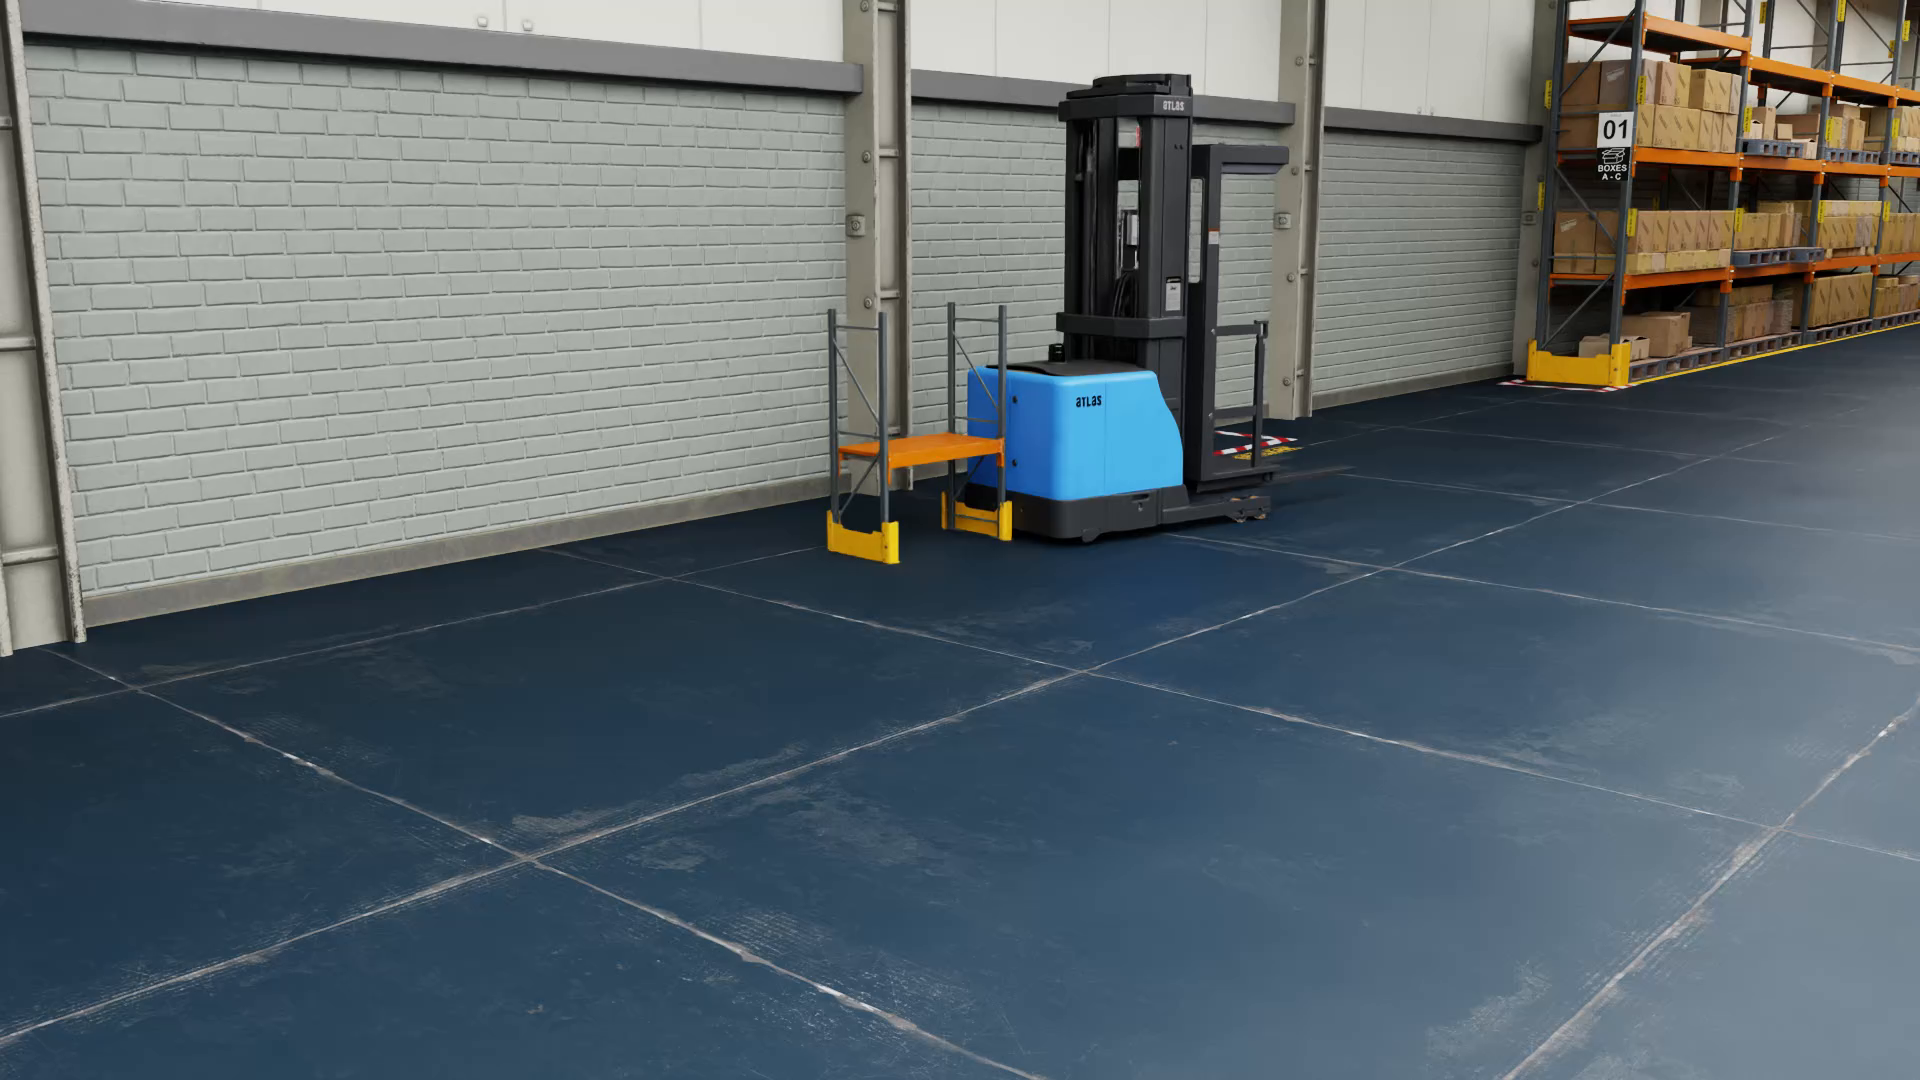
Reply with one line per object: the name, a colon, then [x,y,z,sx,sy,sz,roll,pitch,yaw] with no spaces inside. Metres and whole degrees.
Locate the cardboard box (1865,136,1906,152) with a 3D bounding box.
cardboard box: [16.088,-6.882,28.906,0.500,0.250,0.500,10,15,40]

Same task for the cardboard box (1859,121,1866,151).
cardboard box: [14.770,-6.782,27.974,0.700,0.500,0.500,9,14,37]

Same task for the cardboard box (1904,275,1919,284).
cardboard box: [17.740,-4.890,31.191,0.380,0.149,0.250,10,15,40]

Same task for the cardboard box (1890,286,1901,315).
cardboard box: [16.679,-4.388,30.330,0.700,0.500,0.500,10,15,42]

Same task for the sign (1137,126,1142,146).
sign: [1.624,-3.518,14.750,0.001,0.298,0.199,10,15,40]

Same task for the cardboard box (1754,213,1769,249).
cardboard box: [11.300,-4.502,24.217,0.500,0.500,0.700,-10,15,-40]

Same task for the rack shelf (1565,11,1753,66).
rack shelf: [8.833,-6.278,21.015,1.077,0.370,4.000,10,15,40]

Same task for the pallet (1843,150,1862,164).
pallet: [13.915,-6.218,27.010,1.003,0.211,1.213,11,16,43]

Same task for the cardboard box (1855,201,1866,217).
cardboard box: [14.636,-5.484,27.527,0.500,0.250,0.500,10,15,41]

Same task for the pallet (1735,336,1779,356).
pallet: [11.471,-2.913,24.755,1.003,0.211,1.213,10,15,40]

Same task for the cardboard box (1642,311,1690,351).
cardboard box: [9.498,-2.817,22.416,0.500,0.500,0.500,8,14,36]

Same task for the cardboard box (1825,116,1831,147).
cardboard box: [13.381,-6.473,26.423,0.700,0.500,0.500,9,14,37]

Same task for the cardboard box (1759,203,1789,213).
cardboard box: [12.387,-5.052,25.315,0.380,0.149,0.250,7,13,31]

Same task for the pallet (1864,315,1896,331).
pallet: [15.995,-3.896,29.680,1.003,0.211,1.213,10,15,40]

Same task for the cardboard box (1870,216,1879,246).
cardboard box: [15.319,-5.266,28.354,0.500,0.500,0.500,9,15,39]

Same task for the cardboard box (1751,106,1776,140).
cardboard box: [11.388,-5.962,23.919,0.500,0.500,0.500,9,14,38]

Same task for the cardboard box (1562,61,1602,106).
cardboard box: [7.601,-5.514,20.142,0.500,0.500,0.500,11,15,43]

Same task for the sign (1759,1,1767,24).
sign: [12.374,-8.122,25.613,0.100,0.325,0.005,10,15,40]

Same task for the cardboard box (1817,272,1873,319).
cardboard box: [15.102,-4.201,28.504,0.750,0.750,0.750,10,15,41]

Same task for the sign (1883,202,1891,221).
sign: [15.848,-5.622,28.448,0.100,0.325,0.005,10,15,40]

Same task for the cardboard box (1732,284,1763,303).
cardboard box: [11.598,-3.666,24.754,0.500,0.250,0.500,10,15,40]

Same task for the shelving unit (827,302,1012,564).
shelving unit: [-0.247,-0.704,10.406,1.083,1.500,0.587,-11,16,-44]

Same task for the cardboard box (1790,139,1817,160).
cardboard box: [12.521,-5.870,24.959,0.500,0.311,0.500,10,15,40]

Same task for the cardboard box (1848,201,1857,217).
cardboard box: [14.300,-5.409,27.152,0.500,0.250,0.500,9,15,39]

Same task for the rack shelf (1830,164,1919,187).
rack shelf: [16.754,-6.574,30.148,1.077,0.370,4.000,10,15,40]

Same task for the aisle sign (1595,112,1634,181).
aisle sign: [7.690,-4.622,19.556,0.394,0.787,0.004,10,15,40]

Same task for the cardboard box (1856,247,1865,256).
cardboard box: [14.939,-4.843,27.892,0.380,0.149,0.250,10,15,40]

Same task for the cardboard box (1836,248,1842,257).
cardboard box: [14.189,-4.706,27.203,0.380,0.149,0.250,10,15,41]

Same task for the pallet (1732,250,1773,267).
pallet: [10.767,-3.985,23.492,1.003,0.211,1.213,10,15,40]

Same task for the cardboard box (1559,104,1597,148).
cardboard box: [7.598,-5.020,20.224,0.500,0.500,0.500,-11,16,-43]

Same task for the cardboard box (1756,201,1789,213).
cardboard box: [12.898,-5.246,26.339,0.500,0.250,0.500,10,15,42]

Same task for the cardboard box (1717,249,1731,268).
cardboard box: [10.068,-3.812,22.472,0.500,0.250,0.500,10,15,40]

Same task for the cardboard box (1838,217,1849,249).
cardboard box: [13.987,-4.965,26.847,0.500,0.500,0.500,10,15,40]

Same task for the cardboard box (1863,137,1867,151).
cardboard box: [15.709,-6.945,29.223,0.500,0.250,0.500,10,15,41]

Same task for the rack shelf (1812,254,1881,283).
rack shelf: [14.114,-4.515,27.495,1.077,0.370,4.000,10,15,40]

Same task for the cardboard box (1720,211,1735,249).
cardboard box: [10.073,-4.179,22.396,0.500,0.500,0.500,10,15,40]

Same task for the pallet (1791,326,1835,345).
pallet: [13.371,-3.312,26.756,1.003,0.211,1.213,10,15,40]

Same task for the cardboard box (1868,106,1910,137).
cardboard box: [16.115,-7.251,28.838,0.500,0.500,0.500,10,15,40]

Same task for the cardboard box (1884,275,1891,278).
cardboard box: [17.286,-4.902,31.252,0.380,0.149,0.250,10,15,40]

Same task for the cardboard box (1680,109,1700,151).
cardboard box: [8.980,-5.176,21.003,0.500,0.500,0.500,11,16,44]

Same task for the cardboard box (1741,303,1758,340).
cardboard box: [11.297,-3.238,24.522,0.700,0.500,0.500,10,15,41]

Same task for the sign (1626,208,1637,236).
sign: [7.920,-3.751,19.622,0.100,0.325,0.005,10,15,40]

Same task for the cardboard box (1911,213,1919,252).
cardboard box: [17.273,-5.713,30.889,0.980,0.700,0.700,10,15,40]

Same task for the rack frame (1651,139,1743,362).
rack frame: [10.153,-3.985,23.005,1.000,3.000,0.127,10,15,40]

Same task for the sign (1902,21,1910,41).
sign: [15.849,-8.532,27.868,0.100,0.325,0.005,10,15,40]

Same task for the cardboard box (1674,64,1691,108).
cardboard box: [8.648,-5.586,20.503,0.500,0.500,0.500,10,15,42]

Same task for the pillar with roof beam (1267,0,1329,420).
pillar with roof beam: [6.598,-5.114,13.340,9.100,9.000,0.400,10,15,40]

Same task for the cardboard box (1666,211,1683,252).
cardboard box: [8.733,-3.879,20.889,0.500,0.500,0.500,9,14,39]

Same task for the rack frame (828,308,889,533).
rack frame: [-0.614,-0.632,10.049,0.032,1.500,0.500,-11,16,-44]

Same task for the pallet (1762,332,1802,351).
pallet: [12.277,-3.091,25.650,1.003,0.211,1.213,10,15,40]

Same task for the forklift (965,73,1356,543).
forklift: [1.514,-1.628,11.381,3.031,2.935,1.130,-8,14,-36]

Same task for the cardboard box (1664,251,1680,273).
cardboard box: [8.746,-3.516,20.988,0.500,0.250,0.500,9,15,39]

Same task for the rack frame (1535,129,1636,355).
rack frame: [7.513,-3.397,20.058,1.000,3.000,0.127,10,15,40]

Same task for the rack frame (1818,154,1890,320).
rack frame: [15.434,-5.162,28.898,1.000,3.000,0.127,10,15,40]
